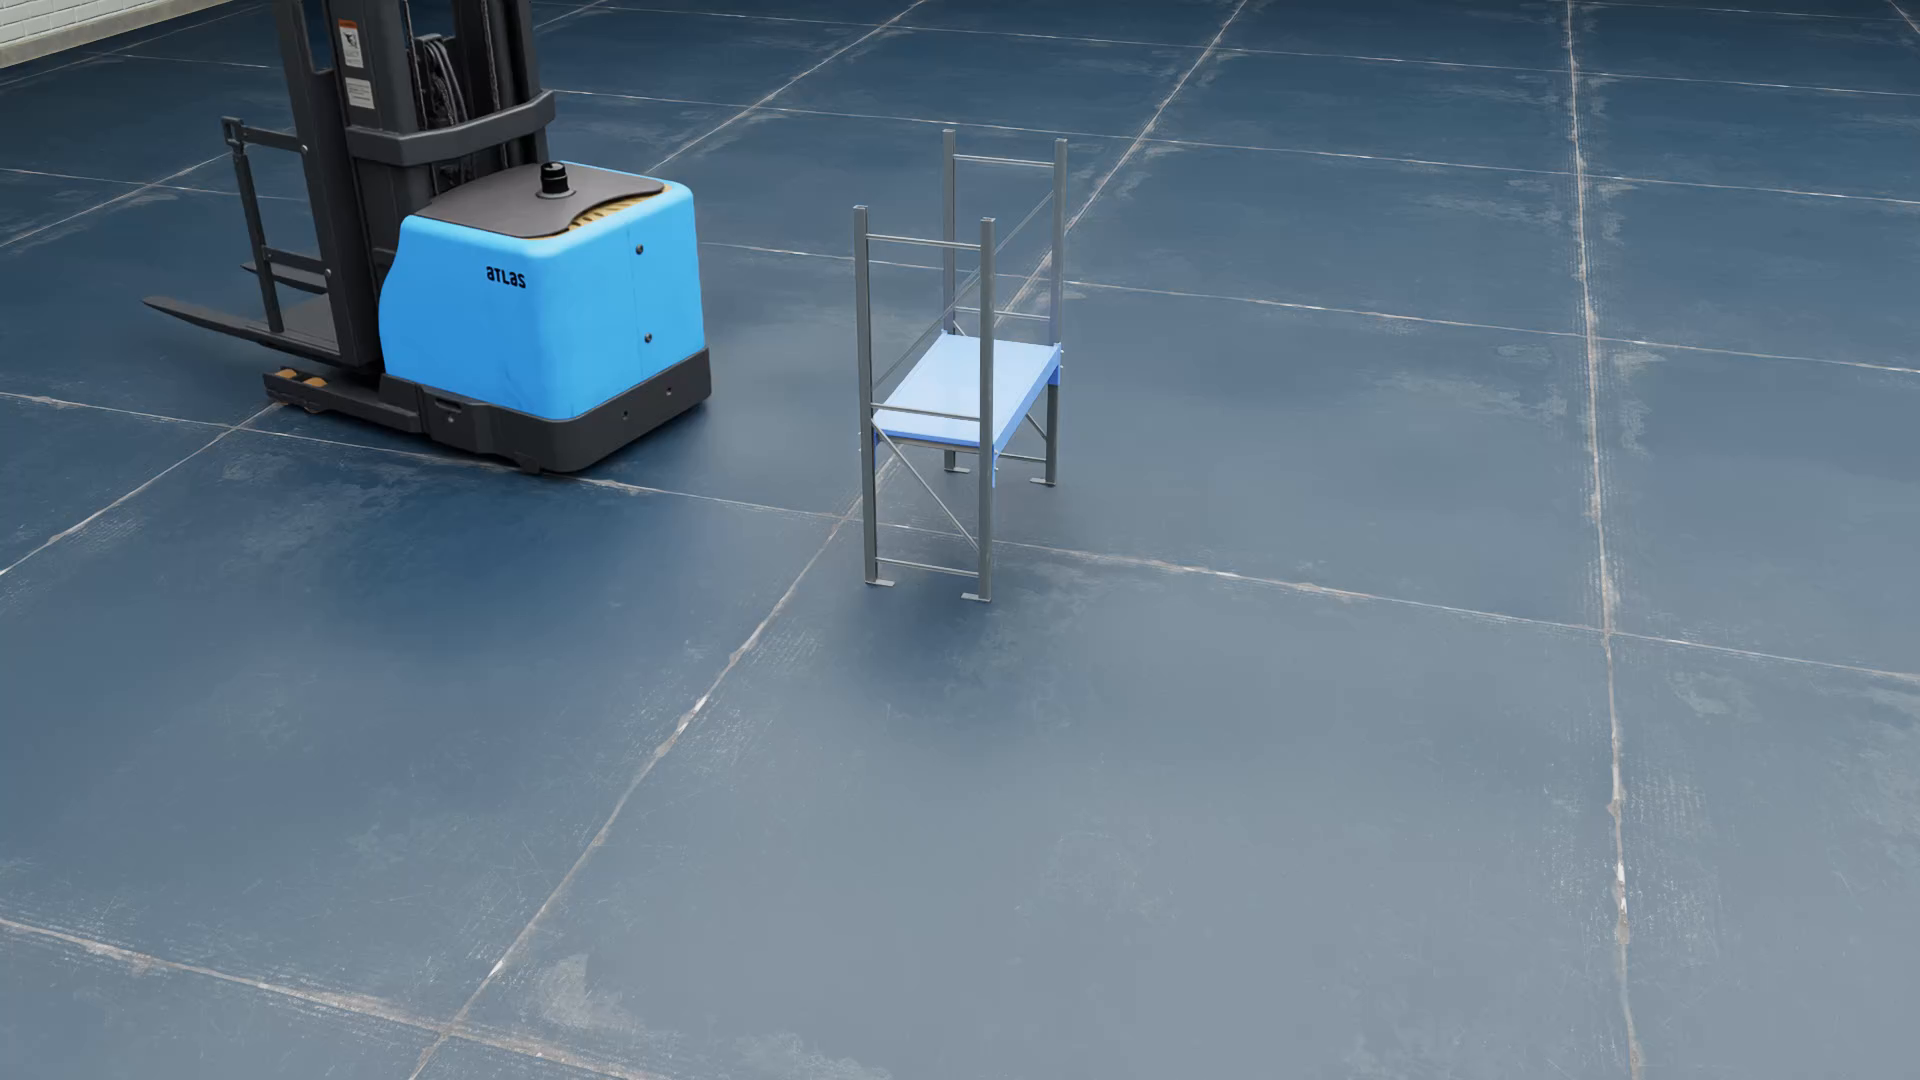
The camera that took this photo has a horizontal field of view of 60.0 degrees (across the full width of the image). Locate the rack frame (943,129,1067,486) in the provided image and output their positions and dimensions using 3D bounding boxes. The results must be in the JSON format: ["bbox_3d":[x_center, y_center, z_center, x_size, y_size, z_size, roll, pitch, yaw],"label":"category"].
[{"bbox_3d":[0.174,-0.931,6.881,0.500,1.500,0.032,8,30,15],"label":"rack frame"}]

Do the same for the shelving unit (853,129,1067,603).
[{"bbox_3d":[0.025,-0.695,6.457,0.538,1.500,1.048,8,30,15],"label":"shelving unit"}]

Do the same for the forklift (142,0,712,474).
[{"bbox_3d":[-2.704,-2.079,7.473,3.031,2.935,1.130,16,33,26],"label":"forklift"}]

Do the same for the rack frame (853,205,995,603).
[{"bbox_3d":[-0.124,-0.459,6.032,0.500,1.500,0.032,8,30,15],"label":"rack frame"}]

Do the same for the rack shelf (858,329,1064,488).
[{"bbox_3d":[0.025,-0.538,6.544,0.538,0.185,1.000,8,30,15],"label":"rack shelf"}]
